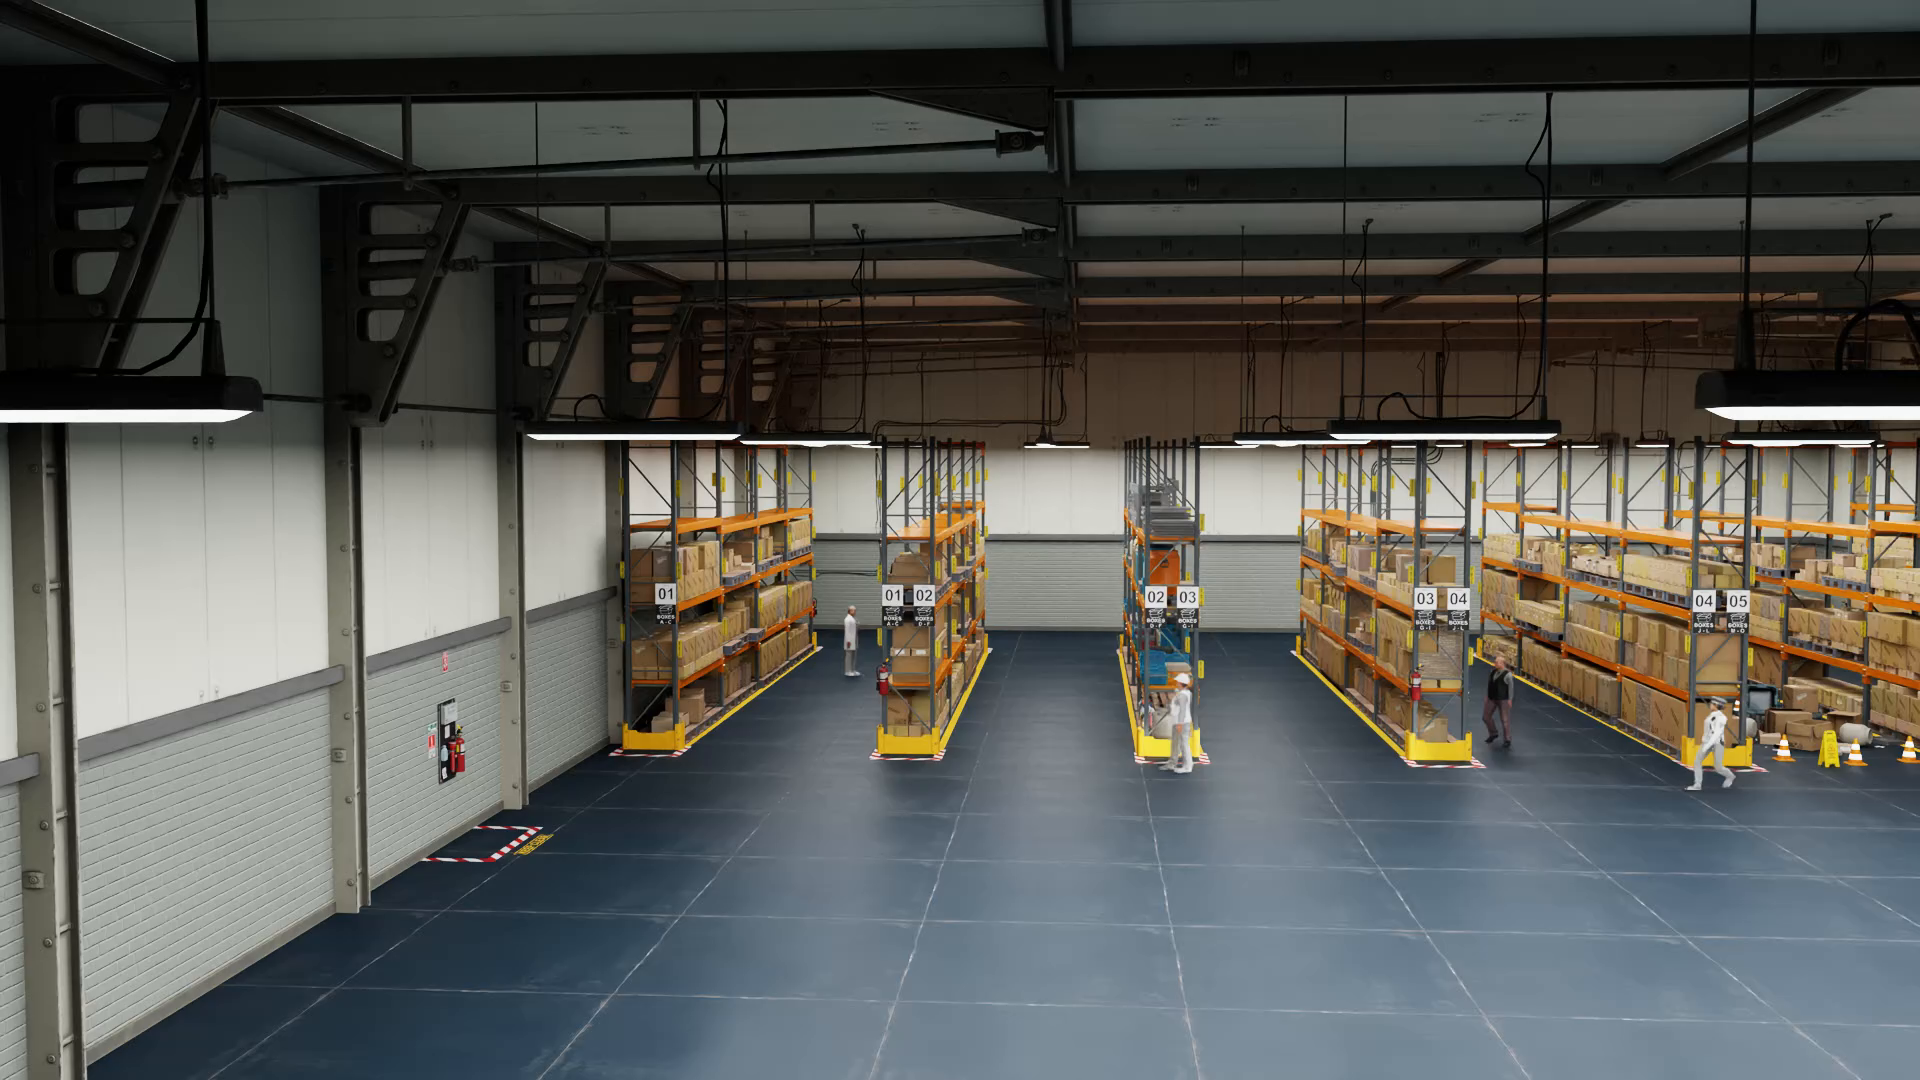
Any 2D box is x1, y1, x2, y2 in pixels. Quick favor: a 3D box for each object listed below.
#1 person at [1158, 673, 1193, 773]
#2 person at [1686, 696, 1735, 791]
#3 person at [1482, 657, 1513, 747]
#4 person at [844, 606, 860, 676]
[{"bbox_3d":[3.856,3.252,29.603,0.568,1.775,0.592,0,3,-1],"label":"person"},{"bbox_3d":[12.677,3.427,28.046,0.929,1.576,0.409,-2,4,-30],"label":"person"},{"bbox_3d":[10.444,3.121,32.252,0.405,1.735,0.592,-2,4,-37],"label":"person"},{"bbox_3d":[-2.761,2.630,42.324,0.371,1.663,0.616,1,3,16],"label":"person"}]
